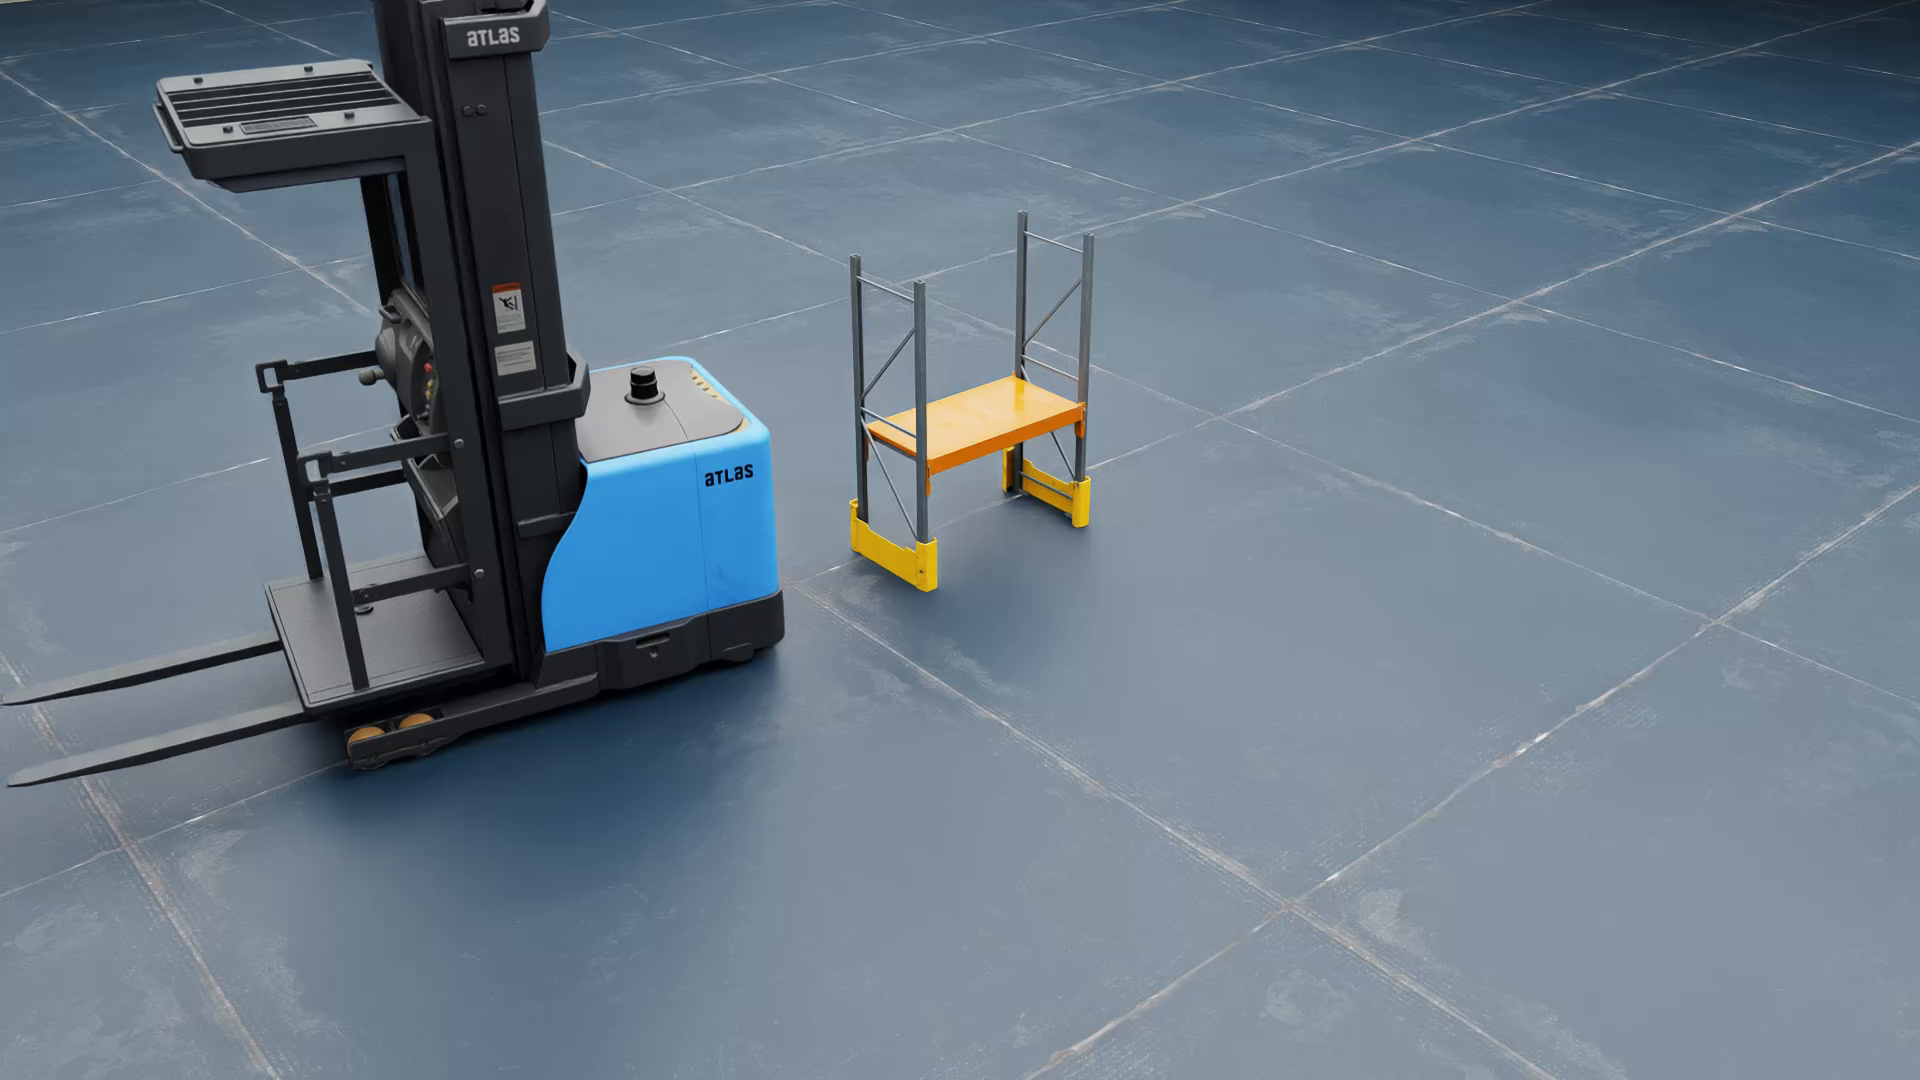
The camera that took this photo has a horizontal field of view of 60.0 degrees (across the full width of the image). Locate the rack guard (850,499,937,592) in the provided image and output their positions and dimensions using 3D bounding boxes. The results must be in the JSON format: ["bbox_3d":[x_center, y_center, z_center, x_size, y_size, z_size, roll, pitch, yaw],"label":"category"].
[{"bbox_3d":[-0.321,0.019,7.950,0.087,0.250,0.587,-22,35,-35],"label":"rack guard"}]

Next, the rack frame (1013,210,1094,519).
[{"bbox_3d":[0.452,-0.843,8.236,0.032,1.500,0.500,-22,35,-35],"label":"rack frame"}]

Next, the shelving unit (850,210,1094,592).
[{"bbox_3d":[0.058,-0.685,7.940,1.083,1.500,0.587,-22,35,-35],"label":"shelving unit"}]

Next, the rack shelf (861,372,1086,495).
[{"bbox_3d":[0.065,-0.529,8.030,1.000,0.185,0.538,-22,35,-35],"label":"rack shelf"}]

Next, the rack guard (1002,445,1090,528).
[{"bbox_3d":[0.437,-0.286,8.520,0.087,0.250,0.587,-22,35,-35],"label":"rack guard"}]

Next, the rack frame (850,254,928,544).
[{"bbox_3d":[-0.322,-0.532,7.654,0.032,1.500,0.500,-22,35,-35],"label":"rack frame"}]

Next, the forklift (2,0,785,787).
[{"bbox_3d":[-2.315,-0.671,6.396,3.031,2.935,1.130,-14,31,-25],"label":"forklift"}]
